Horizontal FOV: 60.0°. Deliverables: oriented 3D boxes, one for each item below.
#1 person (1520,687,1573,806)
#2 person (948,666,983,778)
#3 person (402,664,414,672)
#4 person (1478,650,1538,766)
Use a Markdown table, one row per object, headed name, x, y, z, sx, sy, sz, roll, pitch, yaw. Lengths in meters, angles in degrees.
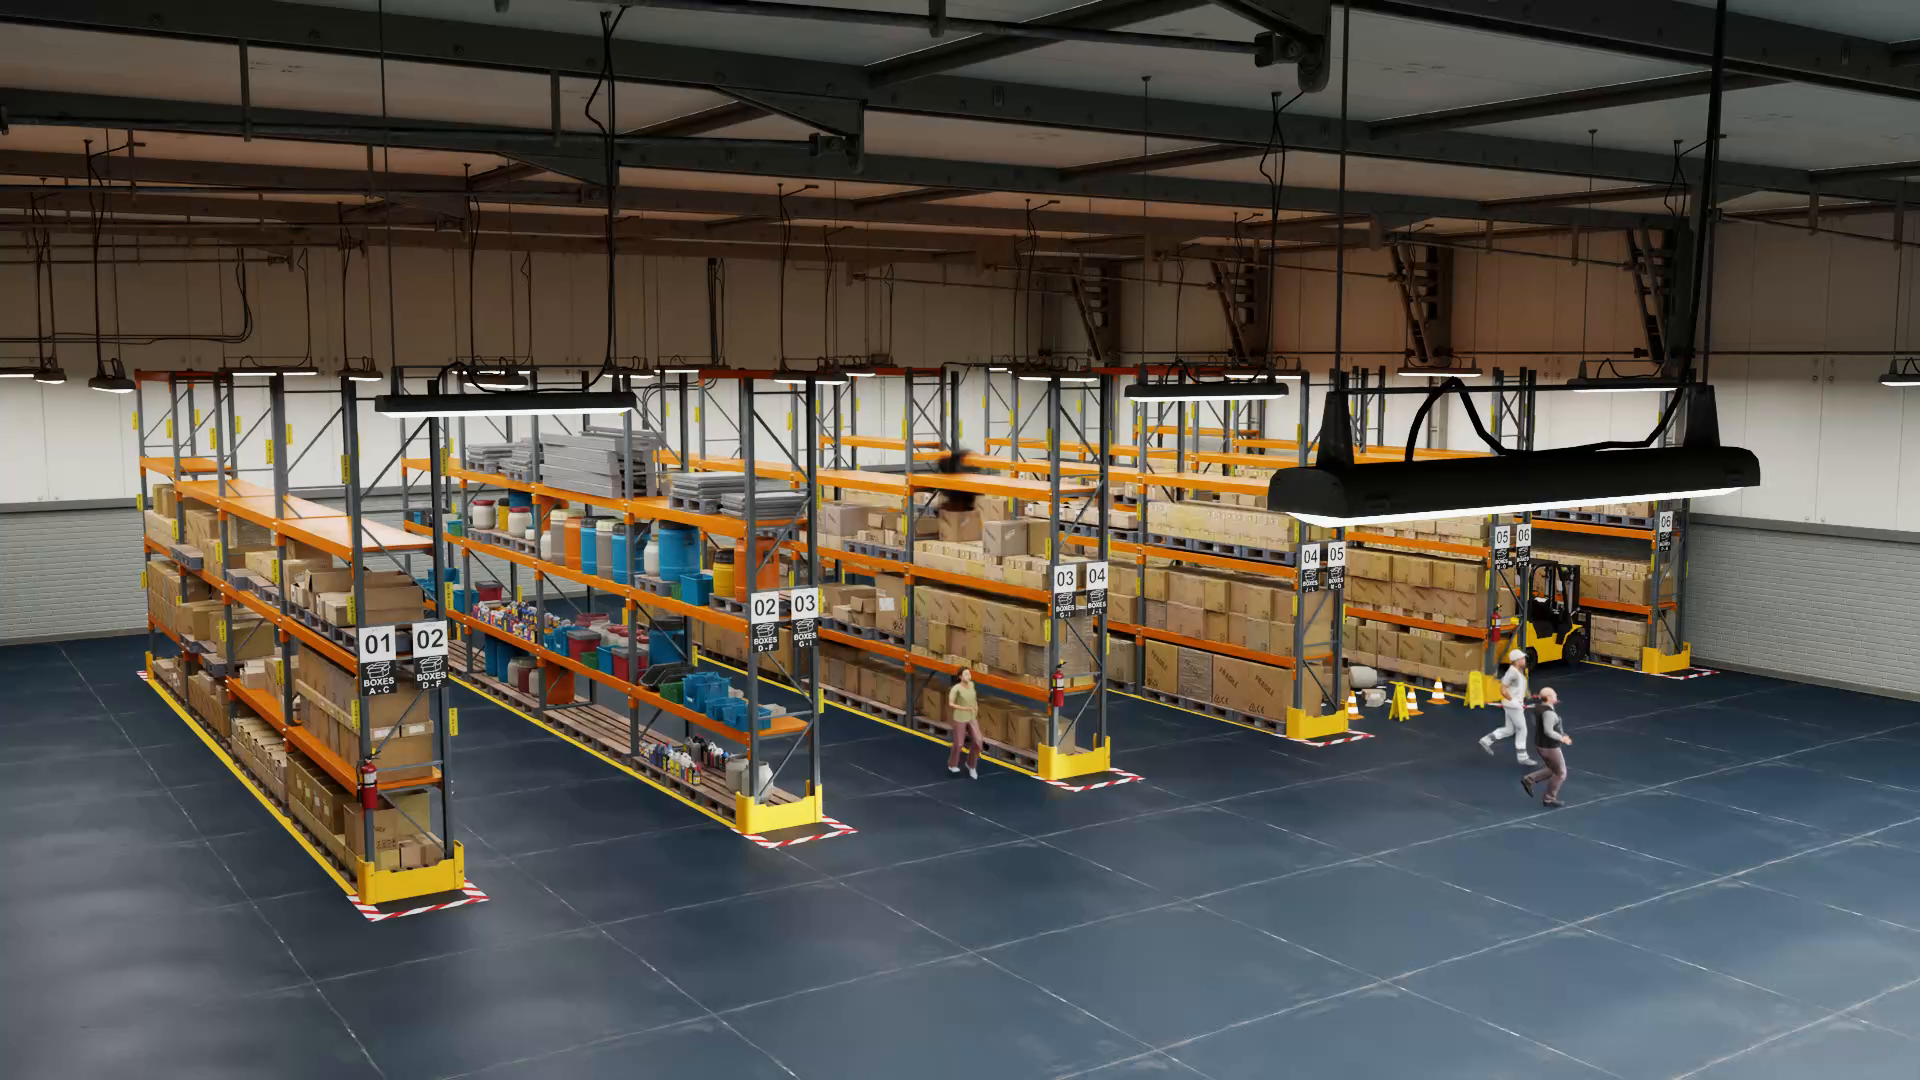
| name | x | y | z | sx | sy | sz | roll | pitch | yaw |
| --- | --- | --- | --- | --- | --- | --- | --- | --- | --- |
| person | 8.191 | 2.883 | 23.220 | 0.612 | 1.671 | 0.657 | 0 | 6 | 3 |
| person | 0.073 | 2.718 | 24.789 | 0.601 | 1.701 | 0.689 | -4 | 8 | -34 |
| person | -9.321 | 2.393 | 28.119 | 0.534 | 1.564 | 0.494 | -6 | 9 | -43 |
| person | 8.442 | 2.550 | 25.536 | 0.894 | 1.778 | 0.653 | 3 | 7 | 23 |
